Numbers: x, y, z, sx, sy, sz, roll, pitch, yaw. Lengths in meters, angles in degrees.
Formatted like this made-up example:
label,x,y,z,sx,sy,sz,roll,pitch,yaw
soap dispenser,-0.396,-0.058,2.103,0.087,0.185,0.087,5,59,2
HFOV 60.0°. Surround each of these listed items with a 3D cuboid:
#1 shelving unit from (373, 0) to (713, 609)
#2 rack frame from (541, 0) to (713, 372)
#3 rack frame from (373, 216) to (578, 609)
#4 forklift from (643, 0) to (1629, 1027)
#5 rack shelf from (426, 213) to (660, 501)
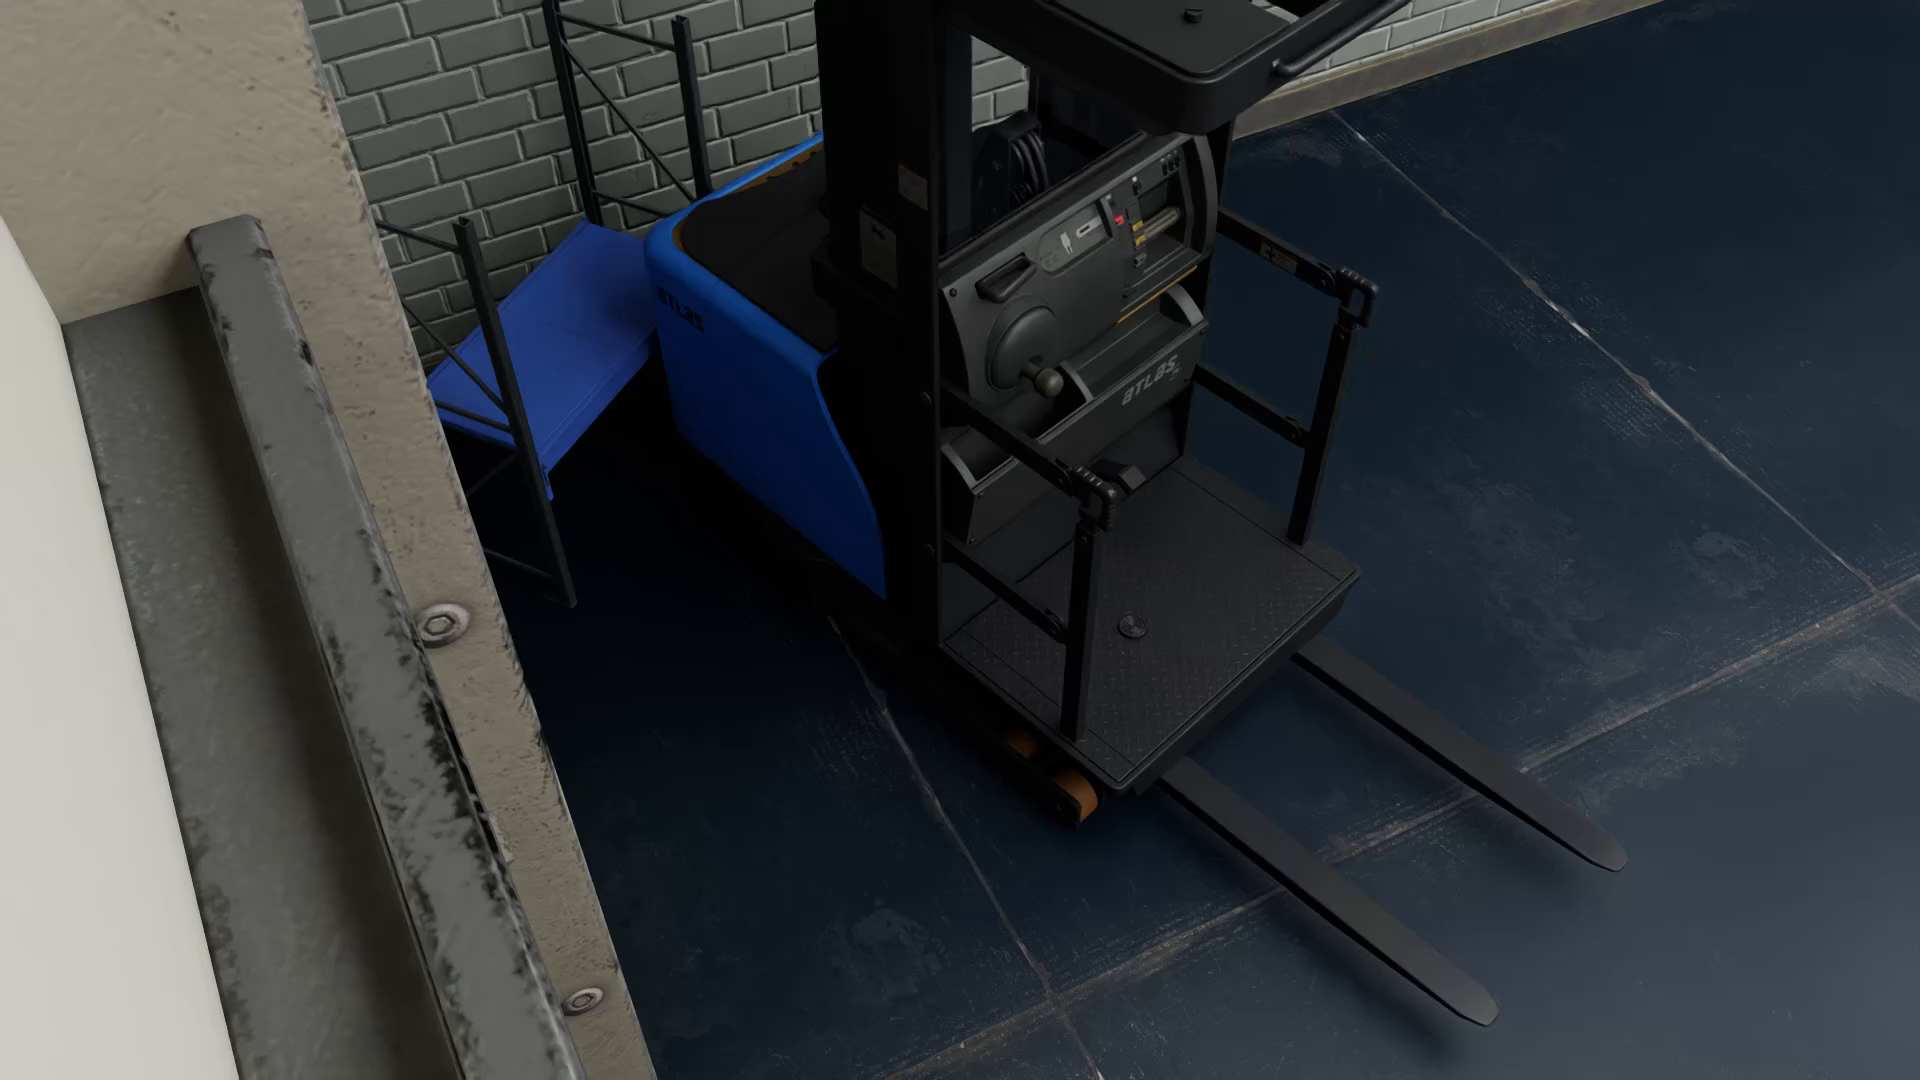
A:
label,x,y,z,sx,sy,sz,roll,pitch,yaw
shelving unit,-1.219,-0.714,5.045,0.538,1.500,1.048,20,52,16
rack frame,-1.001,-1.059,5.347,0.500,1.500,0.032,20,52,16
rack frame,-1.438,-0.368,4.743,0.500,1.500,0.032,20,52,16
forklift,0.464,-0.609,4.003,1.130,2.935,3.031,-37,58,-28
rack shelf,-1.219,-0.595,5.180,0.538,0.185,1.000,20,52,16
